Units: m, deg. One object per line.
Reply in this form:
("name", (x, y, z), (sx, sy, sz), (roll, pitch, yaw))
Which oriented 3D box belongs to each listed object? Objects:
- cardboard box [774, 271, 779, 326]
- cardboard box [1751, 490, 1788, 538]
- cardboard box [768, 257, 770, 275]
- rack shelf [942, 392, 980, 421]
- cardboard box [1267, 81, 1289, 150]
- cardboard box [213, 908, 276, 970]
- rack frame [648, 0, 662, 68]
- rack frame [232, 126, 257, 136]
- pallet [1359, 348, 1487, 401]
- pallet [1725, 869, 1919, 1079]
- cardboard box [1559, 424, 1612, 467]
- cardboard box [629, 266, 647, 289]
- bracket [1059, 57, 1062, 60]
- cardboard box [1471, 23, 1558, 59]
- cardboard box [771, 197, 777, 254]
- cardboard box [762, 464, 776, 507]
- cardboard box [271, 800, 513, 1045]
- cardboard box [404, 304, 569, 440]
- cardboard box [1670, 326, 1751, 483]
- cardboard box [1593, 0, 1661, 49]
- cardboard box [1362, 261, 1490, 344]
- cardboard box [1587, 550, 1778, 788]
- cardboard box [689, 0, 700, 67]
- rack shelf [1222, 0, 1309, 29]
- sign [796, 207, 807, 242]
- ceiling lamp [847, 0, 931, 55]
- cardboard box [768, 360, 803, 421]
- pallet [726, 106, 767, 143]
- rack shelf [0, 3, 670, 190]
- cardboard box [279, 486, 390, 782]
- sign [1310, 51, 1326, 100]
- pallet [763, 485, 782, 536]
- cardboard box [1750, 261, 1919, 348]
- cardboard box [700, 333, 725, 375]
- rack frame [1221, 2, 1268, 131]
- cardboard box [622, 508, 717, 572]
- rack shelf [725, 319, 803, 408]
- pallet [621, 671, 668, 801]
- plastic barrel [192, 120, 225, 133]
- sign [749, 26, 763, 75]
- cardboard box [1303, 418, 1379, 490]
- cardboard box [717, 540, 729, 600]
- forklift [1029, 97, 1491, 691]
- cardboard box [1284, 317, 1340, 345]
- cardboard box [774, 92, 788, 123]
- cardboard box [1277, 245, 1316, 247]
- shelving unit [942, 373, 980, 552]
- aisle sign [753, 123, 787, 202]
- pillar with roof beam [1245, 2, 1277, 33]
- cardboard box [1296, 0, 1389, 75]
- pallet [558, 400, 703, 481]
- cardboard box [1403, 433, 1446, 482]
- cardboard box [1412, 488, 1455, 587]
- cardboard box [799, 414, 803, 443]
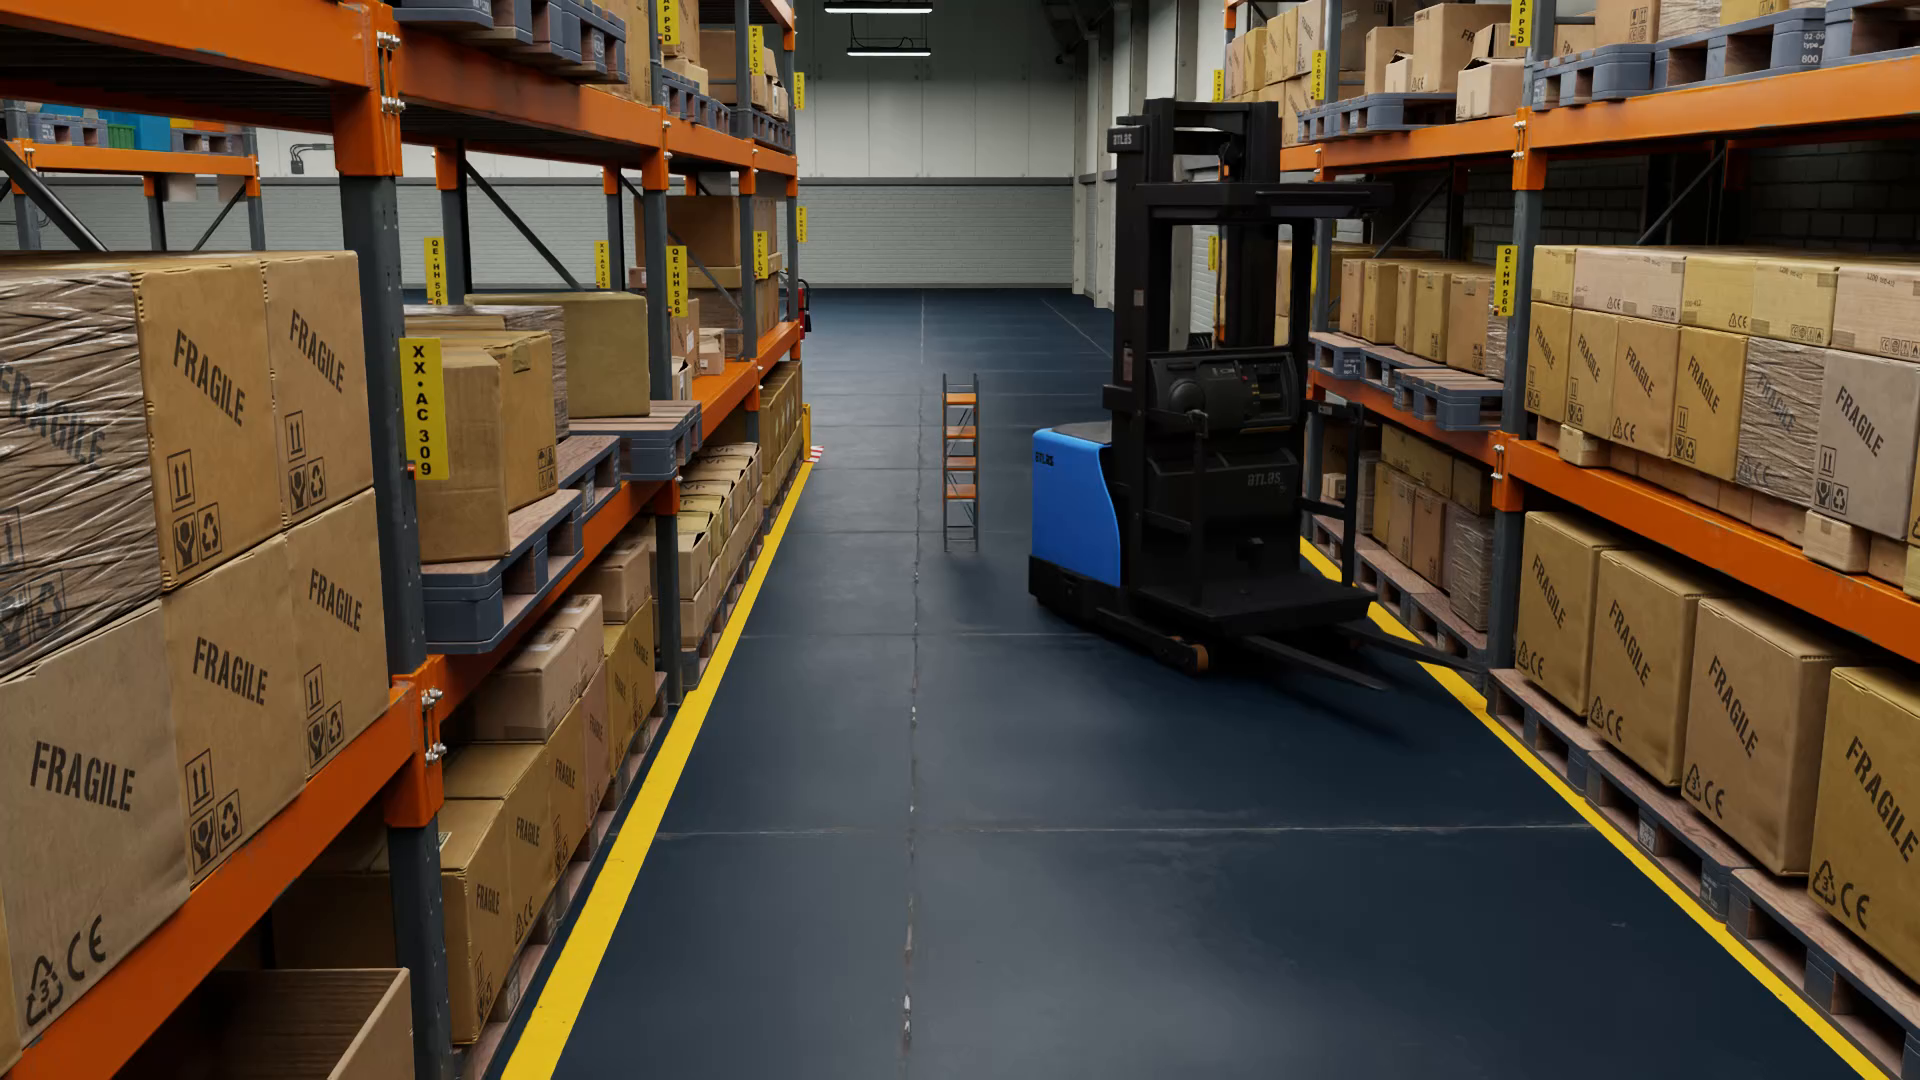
("cardboard box", (-2.025, -2.213, 15.170), (0.700, 0.500, 0.500), (0, 11, -1))
("cardboard box", (2.906, -0.098, 5.577), (0.380, 0.149, 0.250), (-1, 11, -3))
("cardboard box", (-1.796, -2.291, 13.924), (0.380, 0.149, 0.250), (0, 11, 0))
("rack shelf", (0.003, -0.940, 11.699), (0.258, 0.148, 0.480), (0, 11, -1))
("cardboard box", (2.708, -3.321, 13.039), (0.500, 0.500, 0.500), (-1, 11, -3))
("cardboard box", (-2.071, 1.041, 4.562), (0.500, 0.500, 0.500), (0, 11, -1))
("rack frame", (-1.857, -3.606, 7.202), (1.000, 3.000, 0.127), (0, 11, -1))
("rack frame", (-6.975, -5.177, 14.944), (1.000, 3.000, 0.127), (0, 11, -1))
("pallet", (3.014, -0.987, 9.860), (1.003, 0.211, 1.213), (0, 11, -1))
("pallet", (3.087, 1.321, 5.015), (1.003, 0.211, 1.213), (0, 11, -1))
("cardboard box", (2.788, -0.404, 7.089), (0.380, 0.149, 0.250), (0, 11, 1))
("cardboard box", (-2.159, -1.881, 11.906), (0.380, 0.149, 0.250), (0, 11, -1))
("bracket", (2.790, -13.244, 45.656), (0.076, 0.066, 3.189), (0, 11, -1))
("cardboard box", (3.162, -2.476, 8.864), (0.797, 0.503, 0.637), (1, 12, 7))
("cardboard box", (-2.024, -2.838, 14.989), (0.700, 0.500, 0.500), (0, 11, -1))
("cardboard box", (-1.646, -0.413, 12.410), (0.500, 0.250, 0.500), (0, 11, -1))
("cardboard box", (-1.541, 1.041, 4.563), (0.500, 0.500, 0.500), (-1, 11, -4))
("cardboard box", (-1.903, -0.614, 6.232), (0.700, 0.500, 0.500), (2, 12, 10))
("cardboard box", (2.879, -0.488, 5.870), (0.500, 0.500, 0.500), (0, 11, 0))
("cardboard box", (3.163, -2.328, 7.086), (0.700, 0.500, 0.500), (-1, 12, -6))
("cardboard box", (2.994, -1.535, 10.721), (0.700, 0.500, 0.500), (1, 12, 5))
("cardboard box", (2.991, 0.481, 6.493), (0.750, 0.750, 0.750), (0, 11, -1))
("cardboard box", (-1.966, -3.308, 10.713), (0.500, 0.500, 0.500), (0, 11, 0))
("rack shelf", (2.972, -4.466, 13.257), (1.077, 0.370, 4.000), (0, 11, -1))
("sign", (-1.479, -2.939, 15.496), (0.100, 0.325, 0.005), (0, 11, -1))
("ceiling lamp", (-1.690, -13.118, 39.404), (2.000, 3.185, 0.800), (0, 11, -1))
("cardboard box", (-1.714, -1.377, 15.275), (0.500, 0.500, 0.500), (0, 11, -1))
("pallet", (-1.983, -3.057, 12.264), (1.003, 0.211, 1.213), (0, 11, -1))
("rack shelf", (-1.815, -1.386, 5.612), (1.077, 0.370, 4.000), (0, 11, -1))
("cardboard box", (-1.507, 0.178, 3.385), (0.500, 0.500, 0.500), (0, 11, 0))
("sign", (2.471, -3.202, 11.454), (0.100, 0.325, 0.005), (0, 11, -1))
("pallet", (-1.914, -0.253, 12.775), (1.003, 0.211, 1.213), (0, 11, -1))
("cardboard box", (2.901, -0.759, 5.321), (0.500, 0.250, 0.500), (0, 11, 0))
("cardboard box", (-1.738, -1.221, 10.874), (0.396, 0.266, 0.258), (-1, 11, -3))
("rack frame", (2.930, -5.218, 15.145), (1.000, 3.000, 0.127), (0, 11, -1))
("cardboard box", (-1.593, -0.009, 9.008), (0.500, 0.311, 0.500), (-1, 11, -3))
("rack shelf", (-1.981, -1.506, 13.749), (1.077, 0.370, 4.000), (0, 11, -1))
("pallet", (-1.879, 0.849, 7.344), (1.003, 0.211, 1.213), (0, 11, -1))
("plastic barrel", (-6.837, -4.027, 14.684), (0.600, 0.830, 0.708), (0, 11, -1))
("sign", (-1.397, -3.343, 11.358), (0.100, 0.325, 0.005), (0, 11, -1))
("cardboard box", (2.952, -0.679, 13.043), (0.500, 0.500, 0.500), (-1, 12, -5))
("cardboard box", (-1.602, 0.167, 9.551), (0.500, 0.250, 0.500), (-1, 11, -3))
("forklift", (1.534, -0.834, 8.797), (1.130, 2.935, 3.031), (-6, 13, -26))
("cardboard box", (2.700, -1.512, 12.293), (0.500, 0.250, 0.500), (0, 11, -1))
("cardboard box", (-1.735, -3.700, 14.175), (0.500, 0.250, 0.500), (0, 11, -1))
("cardboard box", (2.678, -2.078, 13.200), (0.500, 0.500, 0.500), (-1, 11, -3))
("shelving unit", (0.003, -0.555, 11.778), (0.258, 1.200, 0.503), (0, 11, -1))
("aisle sign", (-1.730, -3.545, 15.449), (0.394, 0.787, 0.004), (0, 11, -1))
("pillar with roof beam", (-0.618, -6.257, 20.268), (9.100, 9.000, 0.400), (0, 11, -1))
("cardboard box", (2.732, -3.600, 11.898), (0.500, 0.500, 0.500), (-1, 12, -6))
("pallet", (-1.773, -0.438, 7.155), (1.213, 0.211, 1.003), (0, 11, -1))
("cardboard box", (3.072, -0.503, 10.290), (0.500, 0.250, 0.500), (-1, 11, -3))
("cardboard box", (3.096, -0.022, 9.805), (0.700, 0.500, 0.500), (0, 11, -1))
("cardboard box", (-1.716, -1.009, 15.349), (0.500, 0.250, 0.500), (0, 11, -1))
